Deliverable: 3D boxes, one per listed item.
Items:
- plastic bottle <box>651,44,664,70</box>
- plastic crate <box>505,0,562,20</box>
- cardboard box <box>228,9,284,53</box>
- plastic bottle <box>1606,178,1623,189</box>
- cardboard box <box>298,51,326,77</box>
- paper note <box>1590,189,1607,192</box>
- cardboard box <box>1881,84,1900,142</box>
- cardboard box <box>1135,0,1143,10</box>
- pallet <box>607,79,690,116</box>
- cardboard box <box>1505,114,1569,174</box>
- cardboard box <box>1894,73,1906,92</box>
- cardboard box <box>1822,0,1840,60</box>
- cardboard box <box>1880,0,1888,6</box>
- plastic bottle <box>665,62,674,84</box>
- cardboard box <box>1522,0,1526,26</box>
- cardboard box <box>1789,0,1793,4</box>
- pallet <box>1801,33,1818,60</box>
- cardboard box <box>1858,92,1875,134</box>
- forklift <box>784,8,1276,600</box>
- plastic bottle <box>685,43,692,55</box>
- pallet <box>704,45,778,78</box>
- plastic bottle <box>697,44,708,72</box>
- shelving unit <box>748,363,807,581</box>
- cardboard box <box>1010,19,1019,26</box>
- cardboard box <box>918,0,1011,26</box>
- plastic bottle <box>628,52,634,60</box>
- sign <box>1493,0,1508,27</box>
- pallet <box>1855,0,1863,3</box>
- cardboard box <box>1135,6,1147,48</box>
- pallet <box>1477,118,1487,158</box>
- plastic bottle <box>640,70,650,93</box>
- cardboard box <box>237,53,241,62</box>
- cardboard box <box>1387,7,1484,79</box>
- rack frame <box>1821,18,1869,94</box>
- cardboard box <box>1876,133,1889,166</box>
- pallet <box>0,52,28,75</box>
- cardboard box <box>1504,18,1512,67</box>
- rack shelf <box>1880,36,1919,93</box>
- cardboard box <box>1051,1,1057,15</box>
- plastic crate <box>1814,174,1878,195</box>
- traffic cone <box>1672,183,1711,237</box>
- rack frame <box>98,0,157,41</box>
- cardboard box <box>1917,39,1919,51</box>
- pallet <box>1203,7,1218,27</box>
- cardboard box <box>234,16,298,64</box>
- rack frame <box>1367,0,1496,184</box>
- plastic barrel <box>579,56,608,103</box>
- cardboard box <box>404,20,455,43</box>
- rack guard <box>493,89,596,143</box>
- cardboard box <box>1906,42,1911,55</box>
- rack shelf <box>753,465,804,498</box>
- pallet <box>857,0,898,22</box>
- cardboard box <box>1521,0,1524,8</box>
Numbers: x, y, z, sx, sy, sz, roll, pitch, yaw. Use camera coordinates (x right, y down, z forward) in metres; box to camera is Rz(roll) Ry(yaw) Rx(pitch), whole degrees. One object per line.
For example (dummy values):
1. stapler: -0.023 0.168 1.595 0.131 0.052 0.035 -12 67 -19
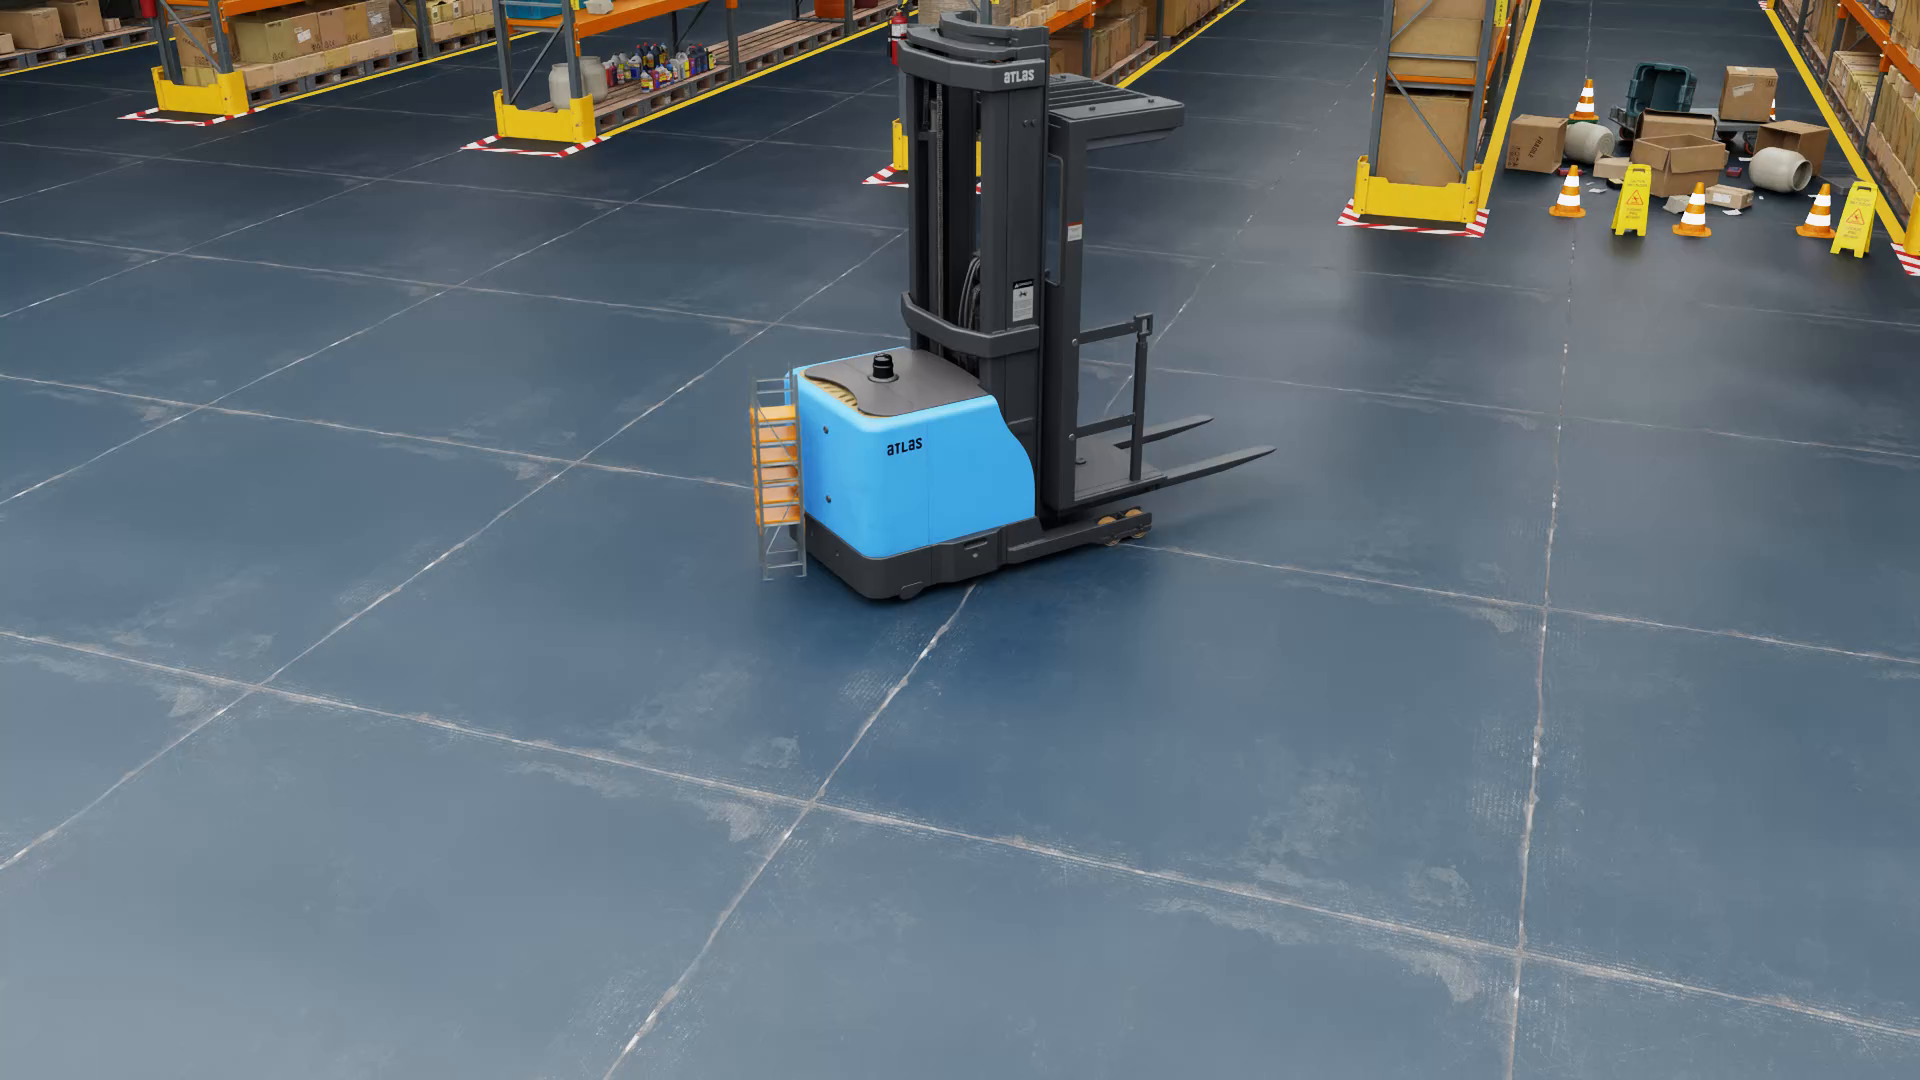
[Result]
1. plastic bottle: -4.023 -6.409 22.079 0.144 0.351 0.185 9 27 17
2. plastic crate: -4.946 -6.234 19.353 0.499 0.251 0.616 9 27 17
3. cardboard box: -9.283 -6.737 22.035 0.500 0.500 0.500 9 27 17
4. plastic bottle: 6.850 -3.734 17.391 0.133 0.061 0.283 0 26 -1
5. cardboard box: -8.782 -6.322 22.039 0.500 0.250 0.500 9 27 17
6. paper note: 6.593 -3.616 17.186 0.144 0.017 0.142 20 32 35
7. cardboard box: 9.899 -4.404 17.216 0.500 0.500 0.500 10 28 20
8. cardboard box: 2.308 -7.752 23.821 0.500 0.250 0.500 10 28 20
9. pallet: -4.166 -5.667 21.213 1.003 0.211 1.213 9 27 17
10. cardboard box: 6.266 -4.306 18.066 0.500 0.500 0.500 14 29 26
11. cardboard box: 9.798 -4.663 17.008 0.380 0.149 0.250 10 28 19
12. cardboard box: 12.457 -7.054 22.834 0.875 0.875 0.875 9 27 18
13. cardboard box: 10.584 -6.084 18.681 0.380 0.149 0.250 8 27 17
14. plastic bottle: -3.718 -5.987 21.299 0.097 0.271 0.097 0 26 0
15. cardboard box: 8.468 -8.227 25.686 0.500 0.500 0.500 8 27 16
16. cardboard box: 14.384 -9.221 27.812 0.875 0.438 0.875 8 27 16
17. pallet: 12.993 -7.244 24.470 1.003 0.211 1.213 9 27 17
18. cardboard box: 10.689 -4.762 18.677 0.950 0.372 0.625 9 27 18
19. forklift: 0.528 -1.464 9.410 3.031 2.935 1.130 -15 30 -29
20. plastic bottle: -3.578 -6.416 22.093 0.144 0.351 0.185 9 27 17
21. pallet: -3.275 -6.769 23.487 1.003 0.211 1.213 9 27 17
22. plastic bottle: -3.442 -6.395 22.050 0.144 0.351 0.185 8 27 16
23. shelving unit: -0.999 -0.364 9.123 0.258 1.200 0.189 -6 26 -12
24. cardboard box: 0.422 -5.609 18.181 0.380 0.149 0.250 9 27 17
25. cardboard box: 0.049 -5.734 17.695 0.875 0.500 0.500 9 27 17
26. plastic bottle: -4.316 -6.260 21.849 0.061 0.283 0.133 10 28 20
27. sign: 5.005 -4.915 15.375 0.100 0.325 0.005 9 27 17
28. pallet: 11.711 -6.789 20.550 1.213 0.211 1.003 9 27 17
29. cardboard box: 2.298 -7.416 23.987 0.700 0.500 0.500 7 27 15
30. pallet: 5.488 -4.660 19.132 1.003 0.211 1.213 9 27 17
31. plastic bottle: -3.933 -5.721 20.751 0.097 0.271 0.097 0 26 0
32. cardboard box: -9.445 -6.193 21.773 0.500 0.250 0.500 9 27 17
33. cardboard box: 4.565 -4.799 16.048 0.875 0.550 0.550 9 27 17
34. rack frame: 11.848 -7.184 21.145 1.000 3.000 0.127 9 27 17
35. cardboard box: 9.899 -4.067 17.381 0.500 0.250 0.500 10 28 20
36. pallet: -13.844 -6.593 23.125 1.003 0.211 1.213 9 27 17
37. cardboard box: 6.859 -6.799 22.451 1.050 0.750 0.750 8 27 17
38. rack shelf: 9.851 -4.394 16.209 1.077 0.370 4.000 9 27 17
39. cardboard box: 0.914 -6.227 19.456 0.380 0.149 0.250 9 27 17
40. plastic crate: 9.221 -3.700 17.299 0.402 0.080 0.583 0 26 -1
41. traffic cone: 6.952 -3.139 15.703 0.336 0.463 0.334 9 27 17
42. rack frame: -12.842 -9.132 25.169 1.000 3.000 0.127 9 27 17
43. cardboard box: 9.633 -4.954 16.083 0.500 0.500 0.500 9 27 18
44. pallet: 3.648 -8.682 27.438 1.003 0.211 1.213 9 27 17
45. cardboard box: -8.947 -6.454 21.451 0.500 0.500 0.500 9 27 17
46. rack frame: 4.484 -4.572 15.752 1.000 3.000 0.127 9 27 17
47. plastic barrel: -4.517 -5.608 20.264 0.421 0.512 0.421 0 26 0
48. cardboard box: -7.801 -7.496 24.464 0.500 0.250 0.500 8 27 16
49. rack guard: -4.850 -4.965 19.430 1.175 0.500 0.348 9 27 17
50. cardboard box: 9.899 -5.022 16.969 0.380 0.149 0.250 10 27 19
51. rack shelf: -0.999 -0.324 9.143 0.258 0.103 0.180 -6 26 -12
52. pallet: -1.538 -8.914 27.918 1.003 0.211 1.213 9 27 17
53. cardboard box: 7.949 -7.920 24.191 0.500 0.250 0.500 9 27 18
